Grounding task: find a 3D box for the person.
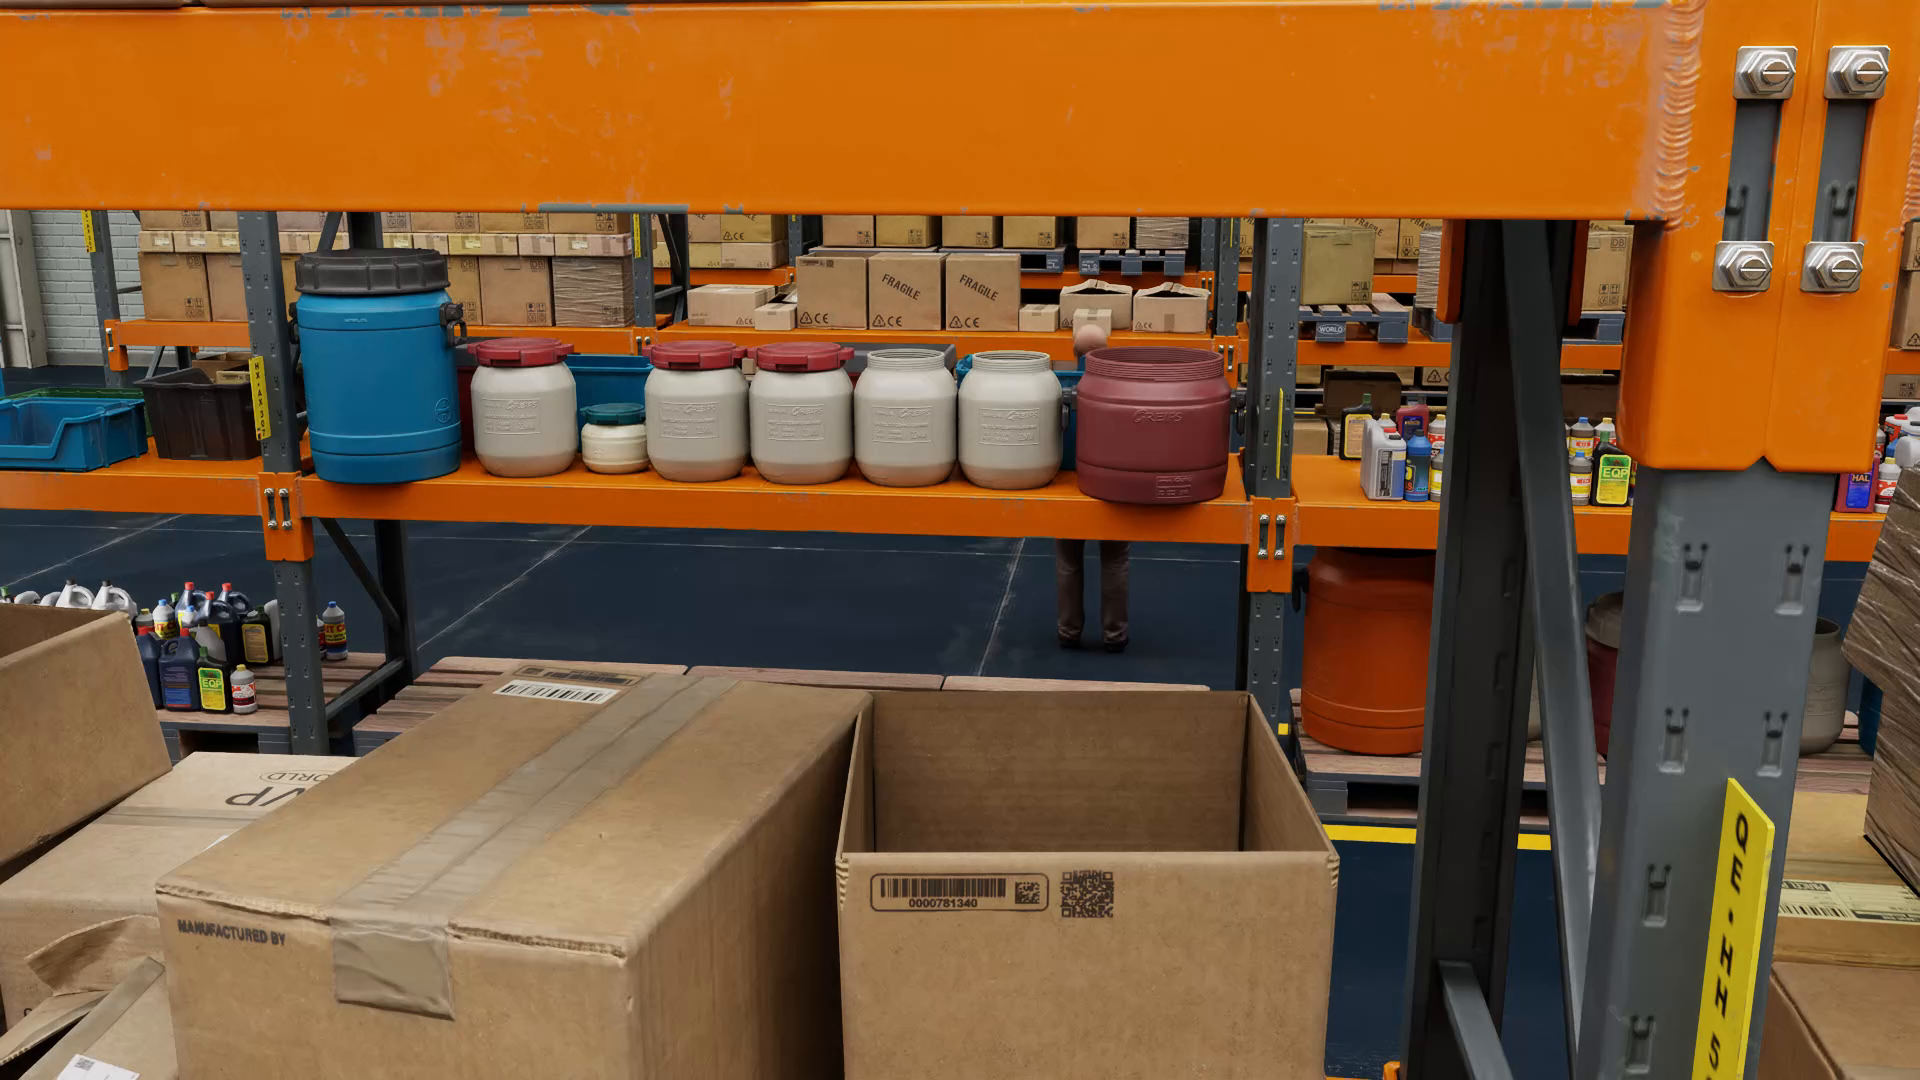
[{"bbox_3d":[0.683,-0.286,8.724,0.502,1.720,0.552,2,14,6],"label":"person"}]
